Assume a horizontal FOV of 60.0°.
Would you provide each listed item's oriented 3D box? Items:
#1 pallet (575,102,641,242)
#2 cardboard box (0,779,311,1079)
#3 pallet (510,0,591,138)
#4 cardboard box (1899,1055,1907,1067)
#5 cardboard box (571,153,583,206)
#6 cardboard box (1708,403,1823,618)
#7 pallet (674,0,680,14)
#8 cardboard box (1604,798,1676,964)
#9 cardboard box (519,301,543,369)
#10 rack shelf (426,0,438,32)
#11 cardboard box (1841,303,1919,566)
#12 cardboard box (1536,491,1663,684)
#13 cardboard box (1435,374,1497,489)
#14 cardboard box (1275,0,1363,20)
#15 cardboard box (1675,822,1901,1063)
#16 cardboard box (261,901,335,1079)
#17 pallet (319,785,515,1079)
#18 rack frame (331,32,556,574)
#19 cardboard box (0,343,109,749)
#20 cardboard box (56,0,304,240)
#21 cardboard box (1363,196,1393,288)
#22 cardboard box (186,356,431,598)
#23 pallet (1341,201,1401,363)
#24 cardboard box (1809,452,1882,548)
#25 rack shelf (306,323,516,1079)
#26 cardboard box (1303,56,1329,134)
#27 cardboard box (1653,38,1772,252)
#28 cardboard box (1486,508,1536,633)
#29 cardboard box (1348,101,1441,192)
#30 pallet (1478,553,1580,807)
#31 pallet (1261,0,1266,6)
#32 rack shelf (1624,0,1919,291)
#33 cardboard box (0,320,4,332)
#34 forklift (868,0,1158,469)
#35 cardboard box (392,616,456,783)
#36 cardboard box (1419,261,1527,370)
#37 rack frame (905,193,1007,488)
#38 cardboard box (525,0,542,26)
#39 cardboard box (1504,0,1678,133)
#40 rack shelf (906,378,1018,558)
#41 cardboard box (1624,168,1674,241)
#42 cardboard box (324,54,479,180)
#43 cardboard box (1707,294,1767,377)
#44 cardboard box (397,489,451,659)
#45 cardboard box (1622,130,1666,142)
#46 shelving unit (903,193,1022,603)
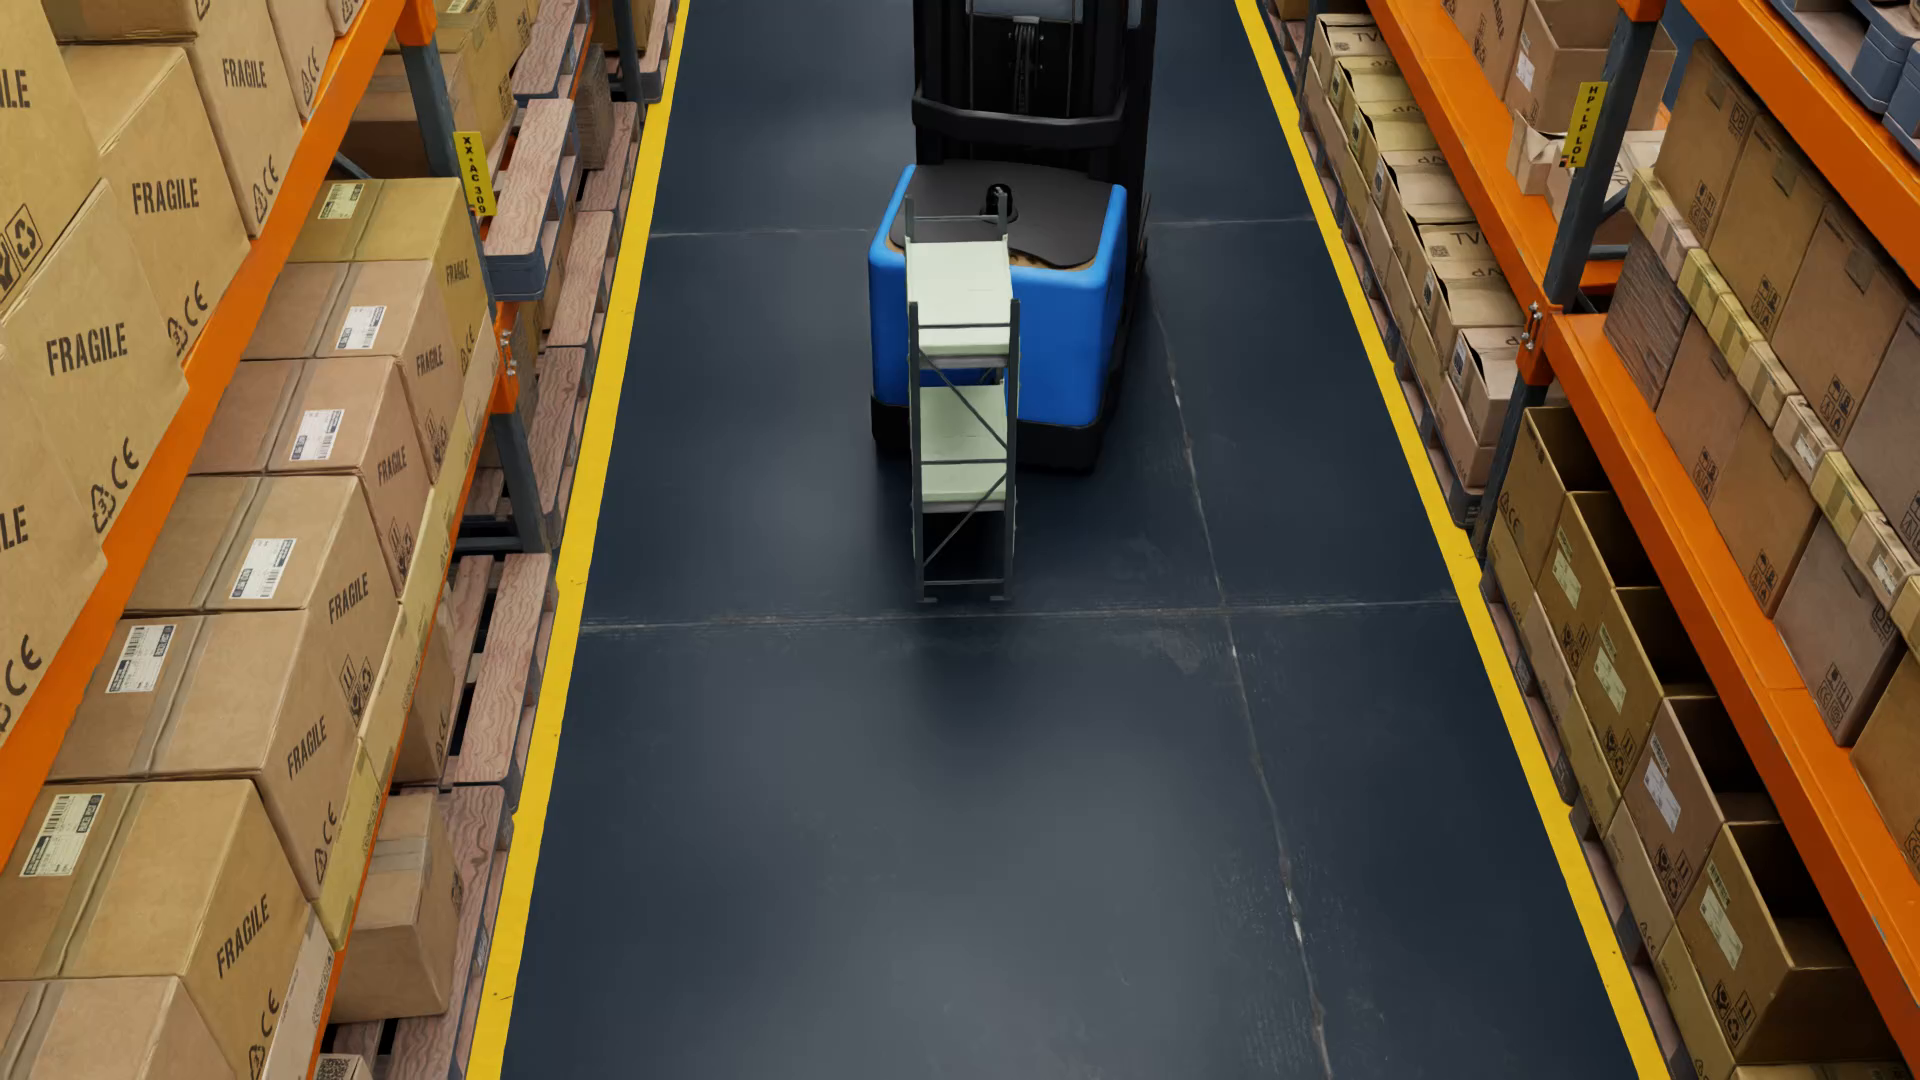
[{"bbox_3d":[-2.365,-2.074,9.356,1.003,0.211,1.213,-2,43,-2],"label":"pallet"},{"bbox_3d":[-1.788,0.878,3.614,0.500,0.500,0.500,-2,43,-2],"label":"cardboard box"},{"bbox_3d":[-2.271,-2.224,7.598,1.003,0.211,1.213,-2,43,-2],"label":"pallet"},{"bbox_3d":[3.046,1.442,5.181,0.500,0.250,0.500,-2,43,-2],"label":"cardboard box"},{"bbox_3d":[-2.408,-2.034,8.774,0.700,0.500,0.500,-2,43,-2],"label":"cardboard box"},{"bbox_3d":[2.794,-0.117,5.083,0.700,0.500,0.500,-1,43,-1],"label":"cardboard box"},{"bbox_3d":[-2.403,-3.958,11.411,1.003,0.211,1.213,-2,43,-2],"label":"pallet"},{"bbox_3d":[2.499,1.120,5.533,0.500,0.250,0.500,-2,43,-2],"label":"cardboard box"},{"bbox_3d":[-2.347,-1.014,7.660,0.700,0.500,0.500,-2,43,-3],"label":"cardboard box"},{"bbox_3d":[-2.311,-3.120,6.746,1.077,0.370,4.000,-2,43,-2],"label":"rack shelf"},{"bbox_3d":[2.812,-0.273,4.294,0.700,0.500,0.500,-2,43,-2],"label":"cardboard box"},{"bbox_3d":[2.459,0.168,6.016,0.500,0.500,0.500,-2,43,-2],"label":"cardboard box"},{"bbox_3d":[2.415,-0.487,7.285,0.500,0.250,0.500,-2,43,-2],"label":"cardboard box"},{"bbox_3d":[2.278,-3.639,10.525,0.500,0.500,0.500,0,43,0],"label":"cardboard box"},{"bbox_3d":[2.515,1.181,4.911,0.500,0.500,0.500,-2,43,-2],"label":"cardboard box"},{"bbox_3d":[-1.796,1.131,3.893,0.500,0.250,0.500,-3,43,-3],"label":"cardboard box"},{"bbox_3d":[-2.108,1.377,5.592,1.003,0.211,1.213,-2,43,-2],"label":"pallet"},{"bbox_3d":[-2.227,-0.929,6.044,1.000,3.000,0.127,-2,43,-2],"label":"rack frame"},{"bbox_3d":[-1.808,0.025,2.694,0.500,0.500,0.500,1,43,1],"label":"cardboard box"},{"bbox_3d":[-1.888,-1.030,3.846,0.500,0.500,0.500,-3,43,-3],"label":"cardboard box"},{"bbox_3d":[2.353,-1.517,8.409,0.500,0.250,0.500,-1,43,-1],"label":"cardboard box"},{"bbox_3d":[-1.860,-0.170,4.757,0.500,0.500,0.500,-3,43,-3],"label":"cardboard box"},{"bbox_3d":[2.597,-1.368,8.586,1.003,0.211,1.213,-2,43,-2],"label":"pallet"},{"bbox_3d":[2.610,-0.117,4.604,0.380,0.149,0.250,-2,43,-2],"label":"cardboard box"},{"bbox_3d":[-2.142,0.686,4.814,1.077,0.370,4.000,-2,43,-2],"label":"rack shelf"},{"bbox_3d":[2.281,-2.553,9.540,0.500,0.250,0.500,-2,43,-2],"label":"cardboard box"},{"bbox_3d":[2.748,-1.289,5.403,0.700,0.500,0.500,-1,43,-2],"label":"cardboard box"},{"bbox_3d":[2.439,0.107,6.638,0.500,0.250,0.500,-2,43,-2],"label":"cardboard box"},{"bbox_3d":[2.332,-2.061,8.588,0.500,0.311,0.500,-3,43,-3],"label":"cardboard box"},{"bbox_3d":[2.714,0.492,6.557,1.003,0.211,1.213,-2,43,-2],"label":"pallet"},{"bbox_3d":[2.510,-4.073,11.537,1.003,0.211,1.213,-2,43,-2],"label":"pallet"},{"bbox_3d":[2.807,-0.564,3.958,1.077,0.370,4.000,-2,43,-2],"label":"rack shelf"},{"bbox_3d":[-1.801,-0.354,2.368,0.500,0.500,0.500,-2,43,-2],"label":"cardboard box"},{"bbox_3d":[0.379,-2.404,7.704,1.130,2.935,3.031,7,43,8],"label":"forklift"},{"bbox_3d":[-2.142,0.530,5.976,0.500,0.500,0.500,-5,43,-5],"label":"cardboard box"},{"bbox_3d":[2.391,-1.038,7.472,0.500,0.311,0.500,-1,43,-1],"label":"cardboard box"},{"bbox_3d":[-0.015,-0.795,7.008,0.400,1.500,0.023,-2,43,-2],"label":"rack frame"},{"bbox_3d":[-2.291,-2.671,7.544,0.700,0.500,0.500,-2,43,-2],"label":"cardboard box"},{"bbox_3d":[2.684,-1.985,7.122,0.500,0.500,0.500,1,43,1],"label":"cardboard box"},{"bbox_3d":[0.000,-0.308,6.959,0.431,0.370,0.720,-2,43,-2],"label":"rack shelf"},{"bbox_3d":[2.540,-1.163,5.745,0.380,0.149,0.250,-2,43,-2],"label":"cardboard box"},{"bbox_3d":[-2.214,-1.473,6.237,0.700,0.500,0.500,-2,43,-2],"label":"cardboard box"},{"bbox_3d":[2.576,-0.642,5.177,0.380,0.149,0.250,-2,43,-2],"label":"cardboard box"},{"bbox_3d":[-1.854,0.106,5.011,0.500,0.250,0.500,-2,43,-2],"label":"cardboard box"},{"bbox_3d":[2.889,-1.585,6.945,0.380,0.149,0.250,-2,43,-2],"label":"cardboard box"},{"bbox_3d":[0.000,-0.548,6.738,0.431,1.500,0.755,-2,43,-2],"label":"shelving unit"}]
